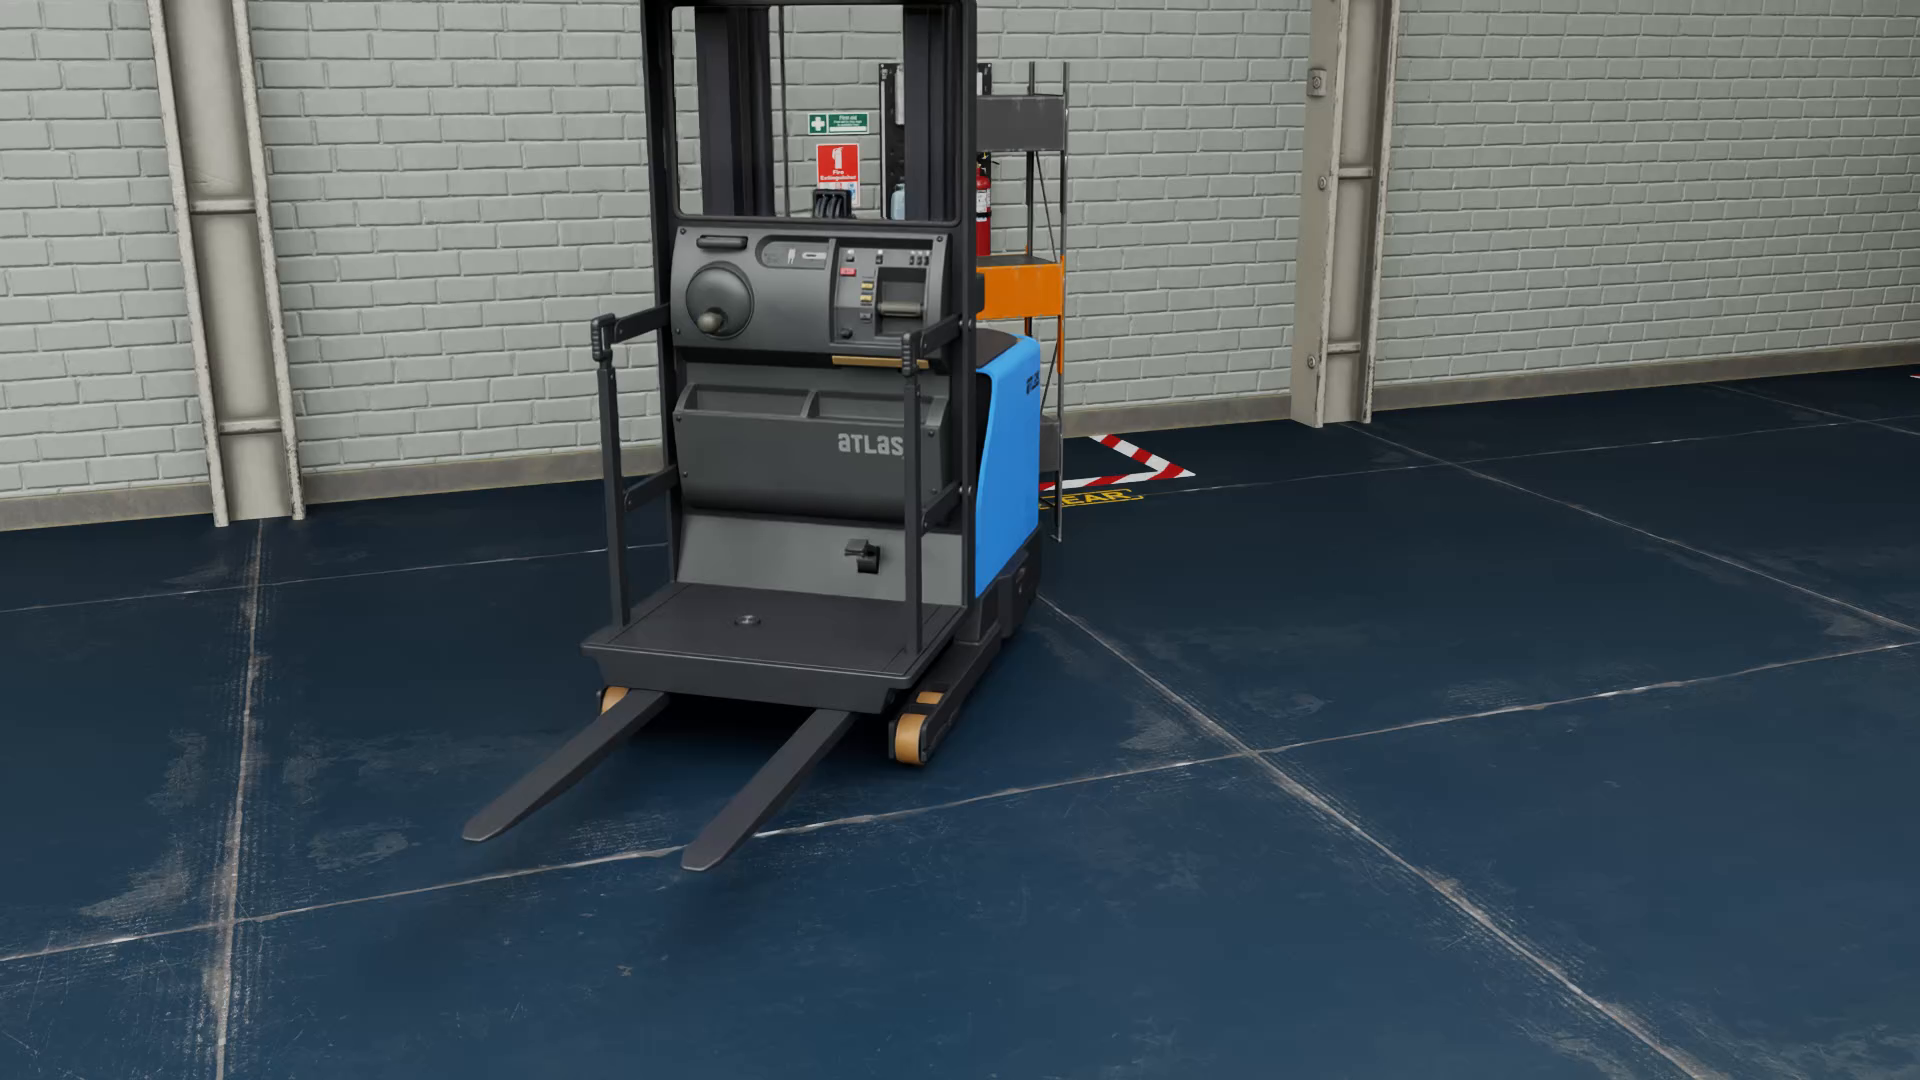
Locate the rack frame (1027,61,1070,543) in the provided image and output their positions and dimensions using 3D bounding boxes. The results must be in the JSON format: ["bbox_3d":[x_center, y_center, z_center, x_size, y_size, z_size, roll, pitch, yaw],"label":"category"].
[{"bbox_3d":[0.382,-1.049,7.443,0.015,2.100,0.400,-6,17,-20],"label":"rack frame"}]

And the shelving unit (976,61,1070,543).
[{"bbox_3d":[0.155,-1.024,7.359,0.503,2.100,0.431,-6,17,-20],"label":"shelving unit"}]

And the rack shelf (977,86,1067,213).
[{"bbox_3d":[0.155,-1.683,7.166,0.480,0.518,0.431,-6,17,-20],"label":"rack shelf"}]

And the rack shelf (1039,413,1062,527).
[{"bbox_3d":[0.155,-0.339,7.560,0.480,0.518,0.431,-6,17,-20],"label":"rack shelf"}]

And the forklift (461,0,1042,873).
[{"bbox_3d":[-0.550,-0.821,5.194,1.130,2.935,3.031,4,17,15],"label":"forklift"}]

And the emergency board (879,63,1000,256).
[{"bbox_3d":[-0.085,-1.927,8.836,0.643,1.169,0.194,-6,17,-20],"label":"emergency board"}]

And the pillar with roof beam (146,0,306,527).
[{"bbox_3d":[-1.826,-3.307,2.888,0.400,9.000,9.100,-6,17,-20],"label":"pillar with roof beam"}]

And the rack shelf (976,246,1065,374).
[{"bbox_3d":[0.155,-1.011,7.363,0.480,0.518,0.431,-6,17,-20],"label":"rack shelf"}]

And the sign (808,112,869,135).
[{"bbox_3d":[-0.631,-2.168,8.652,0.331,0.109,0.001,-6,17,-20],"label":"sign"}]

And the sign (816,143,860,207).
[{"bbox_3d":[-0.638,-1.915,8.733,0.234,0.329,0.001,-6,17,-20],"label":"sign"}]

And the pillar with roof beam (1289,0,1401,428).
[{"bbox_3d":[3.777,-3.912,4.948,0.400,9.000,9.100,-6,17,-20],"label":"pillar with roof beam"}]
